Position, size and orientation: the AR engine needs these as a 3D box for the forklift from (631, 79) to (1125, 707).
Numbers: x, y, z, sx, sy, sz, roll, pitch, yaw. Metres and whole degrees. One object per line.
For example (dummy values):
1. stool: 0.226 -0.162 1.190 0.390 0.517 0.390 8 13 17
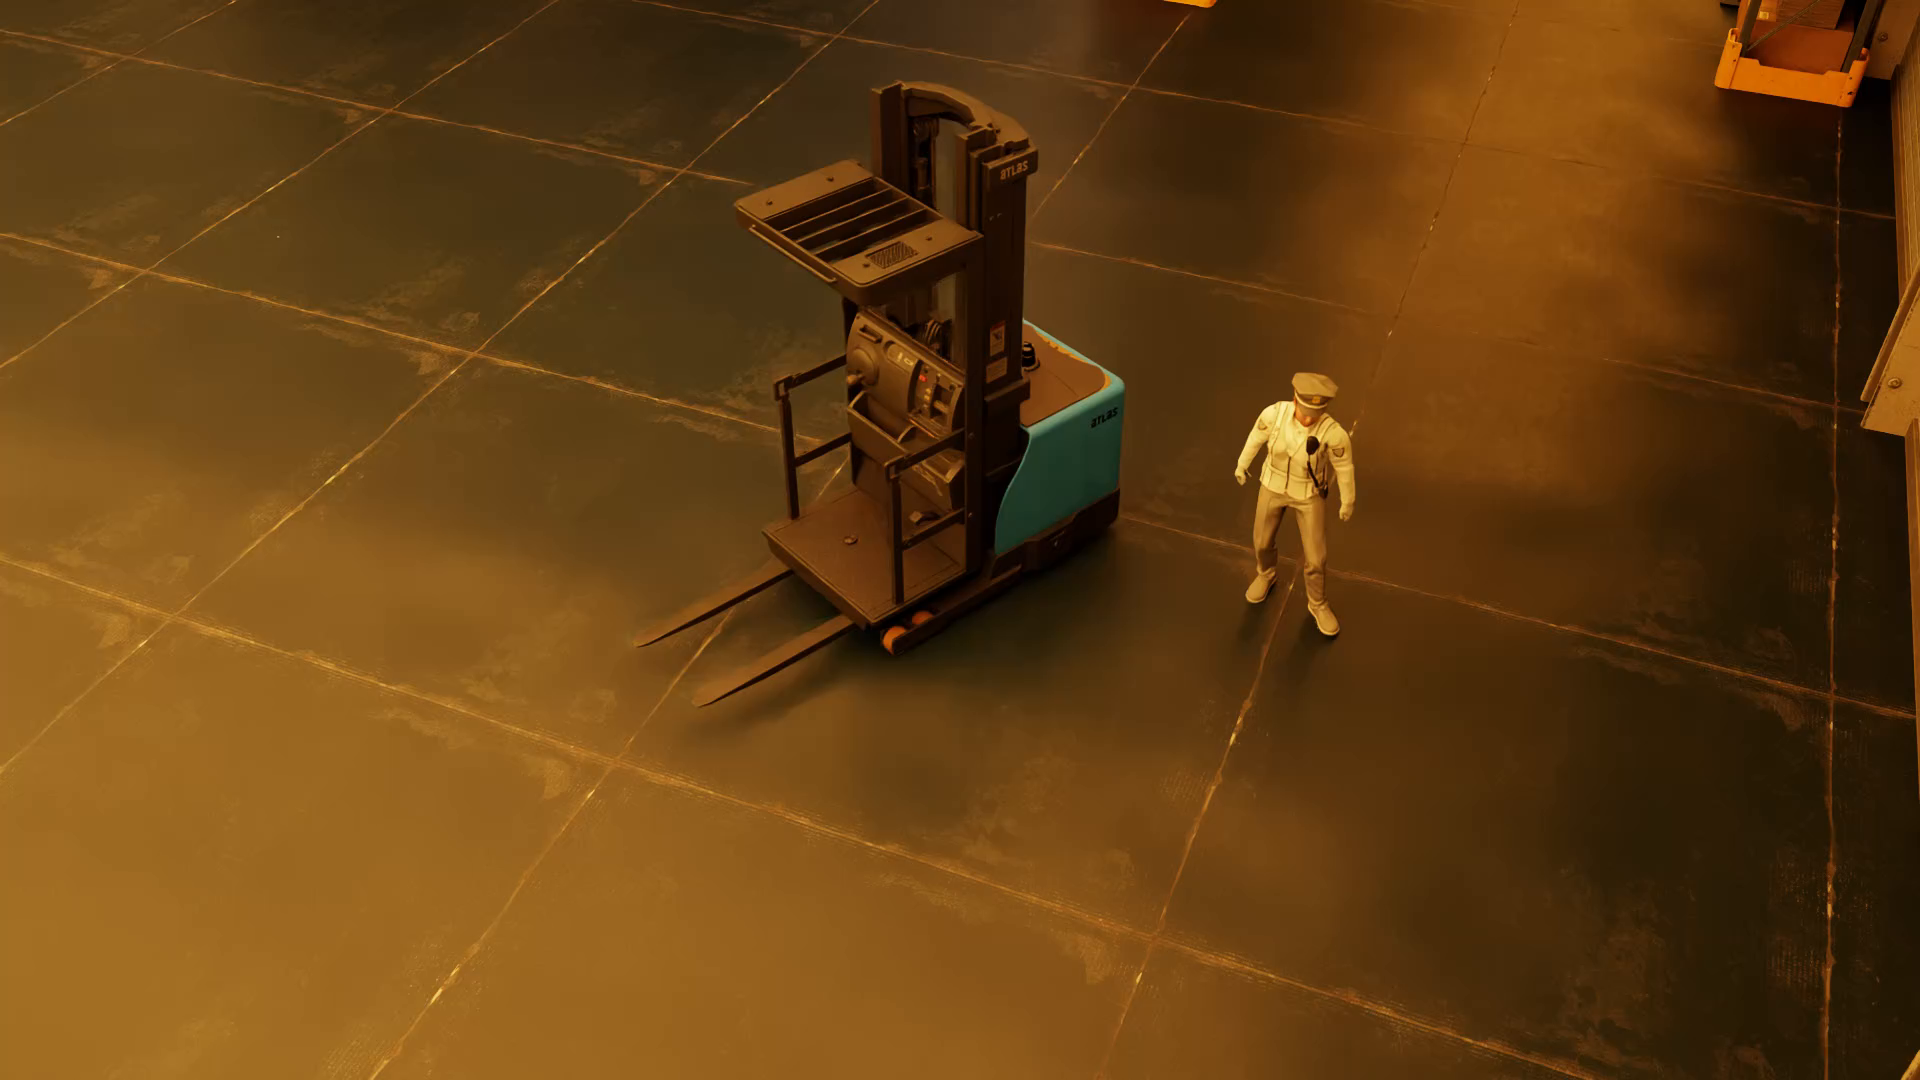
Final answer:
1. forklift: -0.466 -0.853 9.025 3.031 2.935 1.130 -29 48 -30

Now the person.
1. person: 1.893 -0.254 9.332 0.792 1.636 0.396 19 44 21
